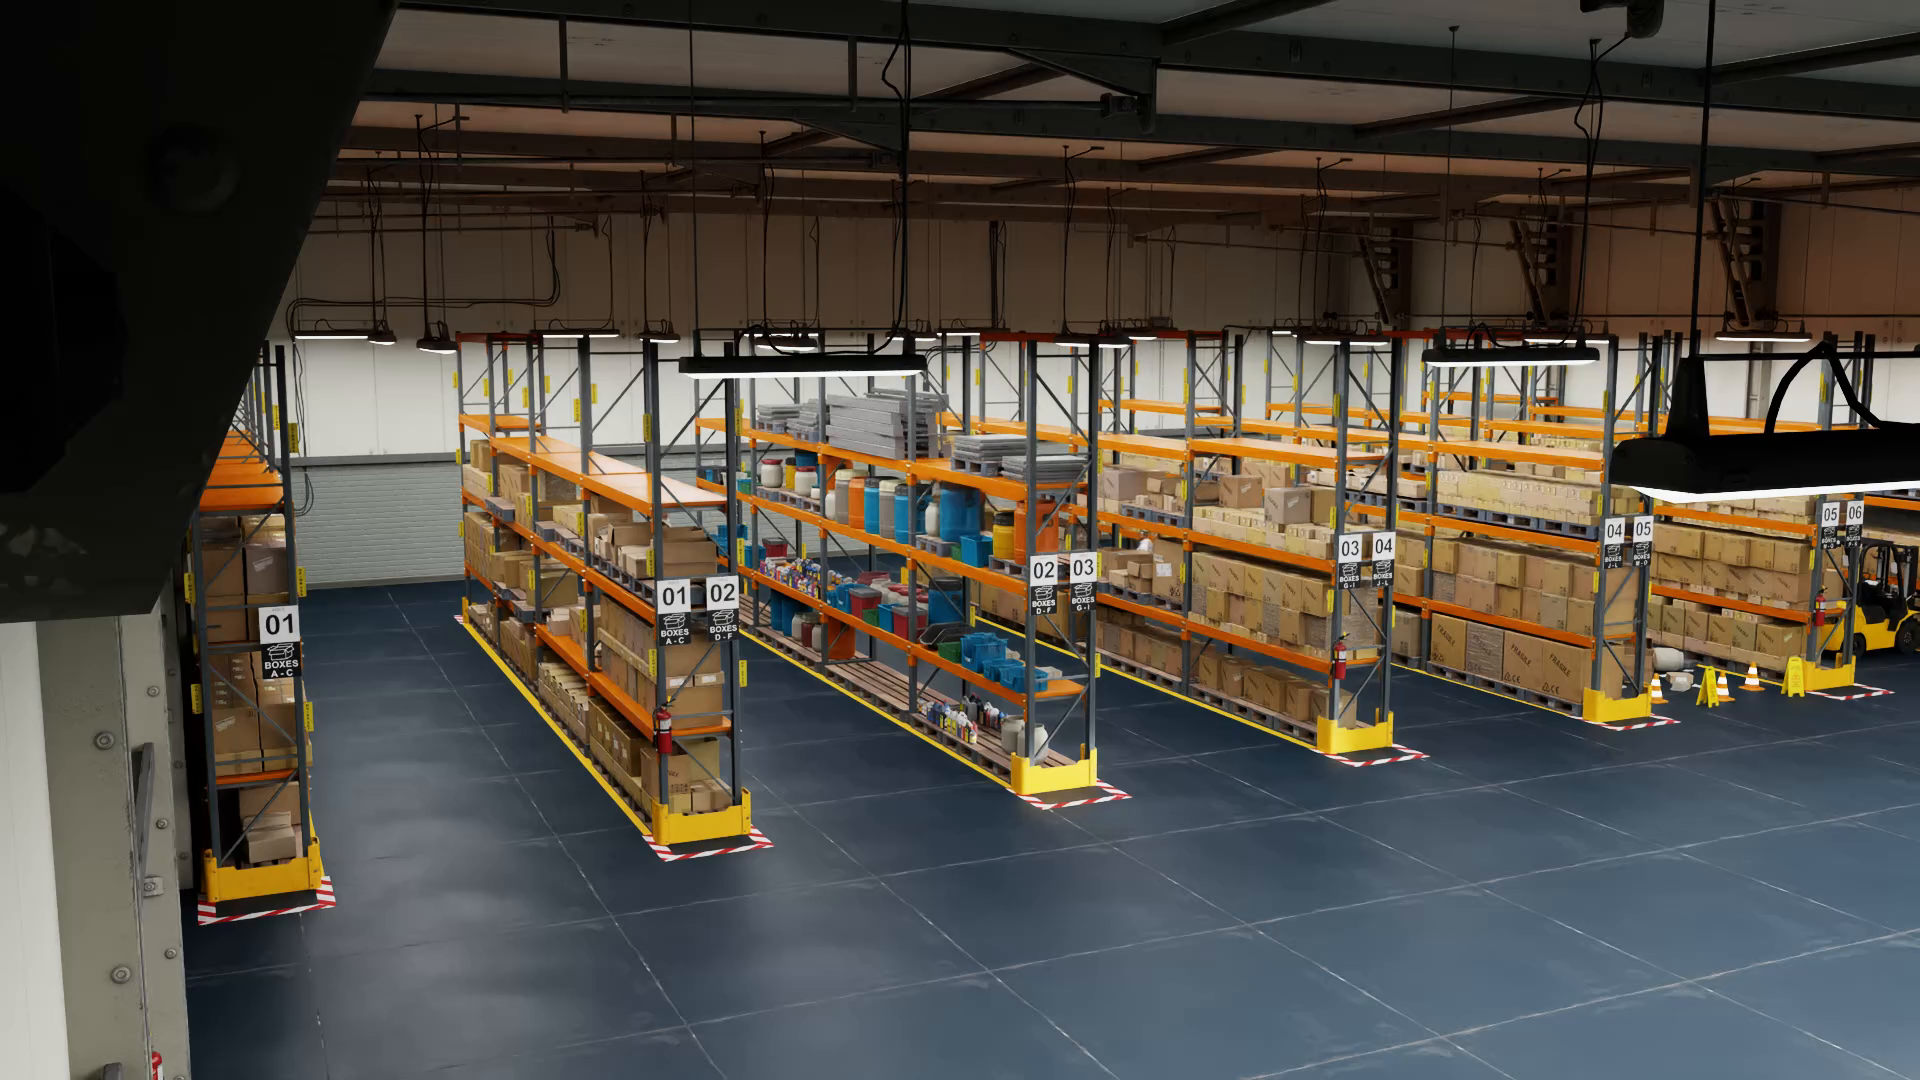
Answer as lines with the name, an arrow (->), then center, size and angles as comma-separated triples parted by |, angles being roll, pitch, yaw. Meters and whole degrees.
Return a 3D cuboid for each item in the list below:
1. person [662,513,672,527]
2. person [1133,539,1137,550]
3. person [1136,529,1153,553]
person -> -7.138, 0.045, 40.239 | 1.077, 1.743, 0.508 | -2, 8, -11
person -> 4.711, -0.645, 45.186 | 0.591, 1.752, 0.882 | 4, 9, 26
person -> 4.033, 0.608, 35.999 | 0.481, 1.763, 0.587 | 4, 8, 25
